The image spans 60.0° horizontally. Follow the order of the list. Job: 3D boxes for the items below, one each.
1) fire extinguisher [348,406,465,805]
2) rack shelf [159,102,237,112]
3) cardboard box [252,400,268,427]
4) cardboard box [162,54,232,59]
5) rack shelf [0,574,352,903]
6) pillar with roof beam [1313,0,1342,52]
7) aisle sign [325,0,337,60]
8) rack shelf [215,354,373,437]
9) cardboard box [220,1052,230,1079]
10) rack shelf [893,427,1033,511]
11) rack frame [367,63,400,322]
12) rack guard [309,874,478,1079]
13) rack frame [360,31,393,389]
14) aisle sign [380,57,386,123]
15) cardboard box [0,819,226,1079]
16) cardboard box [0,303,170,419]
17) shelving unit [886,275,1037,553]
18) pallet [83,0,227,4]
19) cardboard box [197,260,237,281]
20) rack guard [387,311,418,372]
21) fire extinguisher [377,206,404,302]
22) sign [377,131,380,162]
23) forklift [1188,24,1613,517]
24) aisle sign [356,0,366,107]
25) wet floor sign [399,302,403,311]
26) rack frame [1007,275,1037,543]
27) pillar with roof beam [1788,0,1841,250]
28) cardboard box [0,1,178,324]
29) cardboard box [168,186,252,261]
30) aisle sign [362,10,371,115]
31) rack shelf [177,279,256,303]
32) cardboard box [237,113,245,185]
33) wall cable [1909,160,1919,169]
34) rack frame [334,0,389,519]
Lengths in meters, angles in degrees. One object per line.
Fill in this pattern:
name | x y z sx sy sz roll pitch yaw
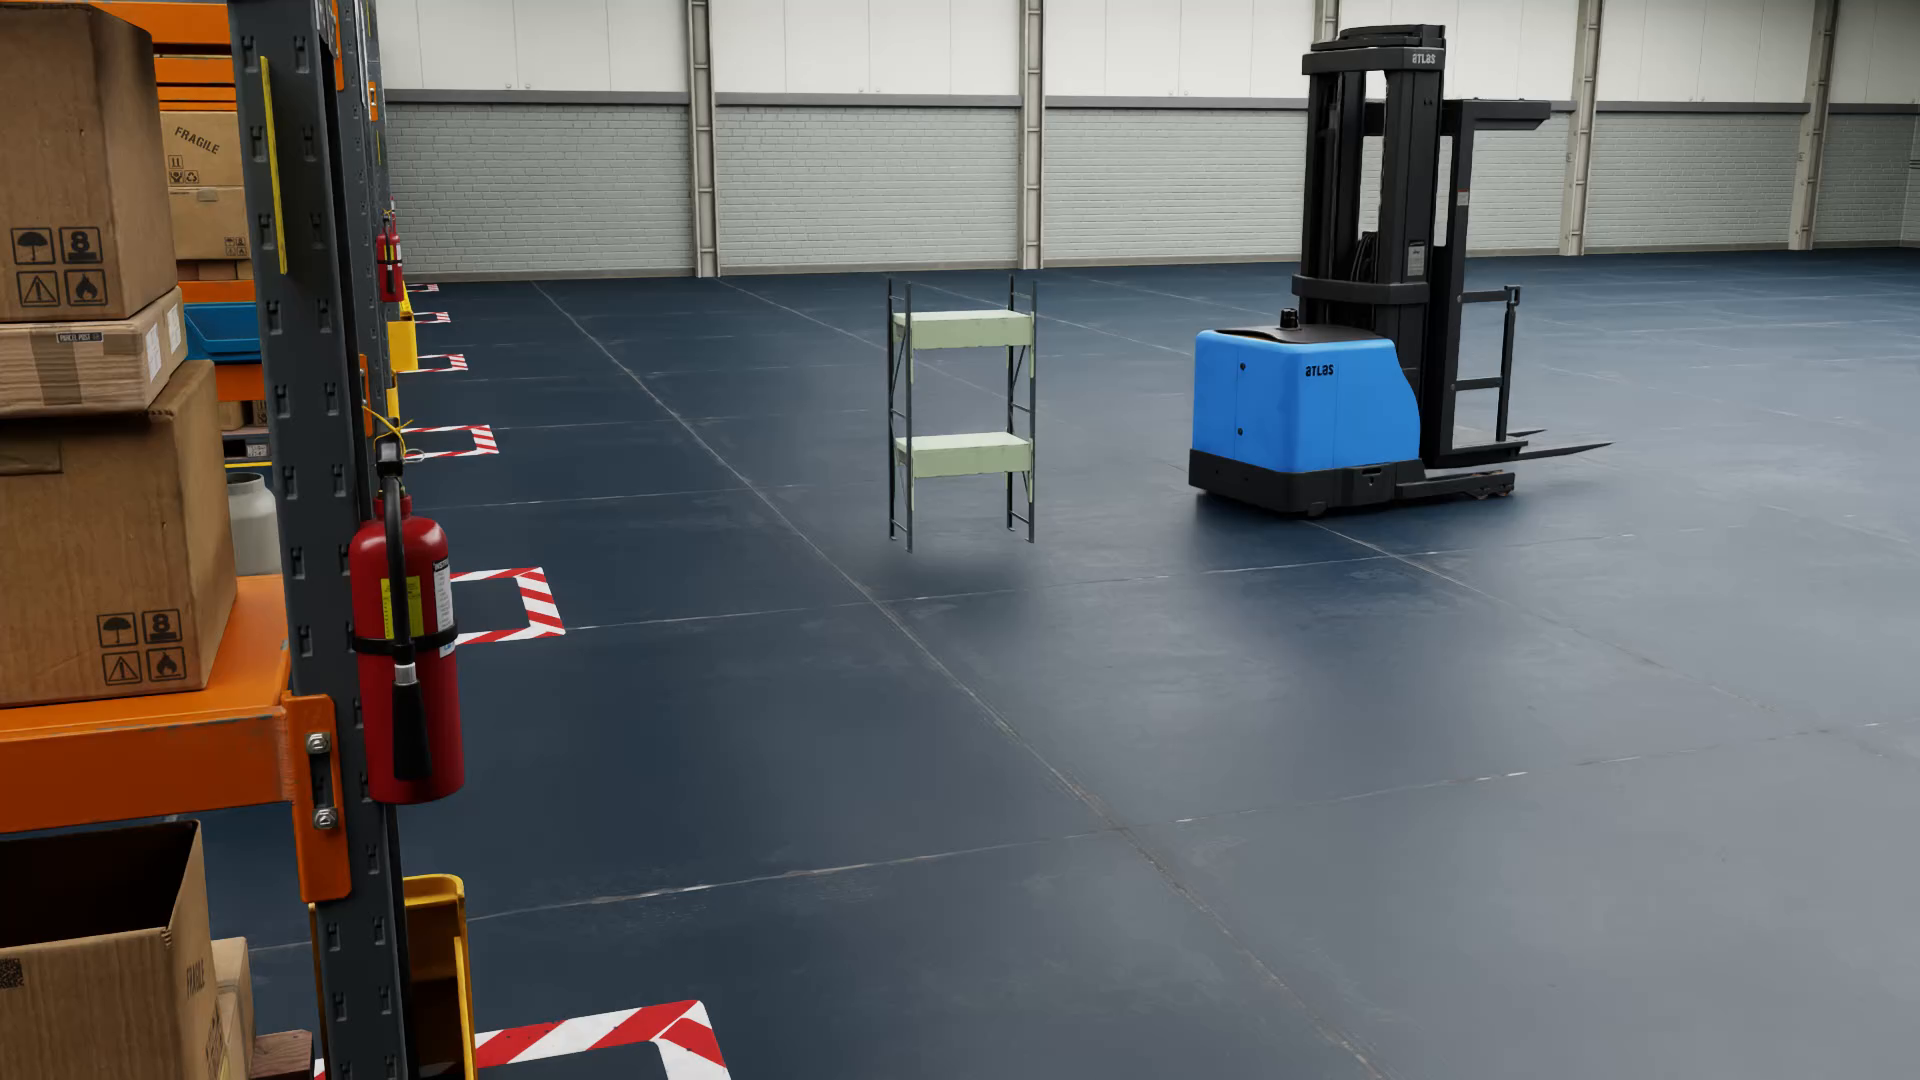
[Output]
fire extinguisher | -0.962 0.111 2.861 0.183 0.674 0.296 -4 14 -18
rack shelf | -9.435 -5.328 20.632 4.000 0.370 1.077 -4 14 -18
cardboard box | -4.976 -1.138 12.441 0.500 0.500 0.500 -2 14 -8
cardboard box | -5.227 -3.450 11.508 0.500 0.250 0.500 -4 14 -18
rack shelf | -3.118 0.478 2.706 4.000 0.370 1.077 -4 14 -18
pillar with roof beam | 8.360 -8.904 27.628 0.400 9.000 9.100 -4 14 -18
aisle sign | -1.258 -1.356 3.246 0.004 0.787 0.394 -4 14 -18
rack shelf | -4.694 -0.609 7.275 4.000 0.370 1.077 -4 14 -18
cardboard box | -1.637 1.218 3.074 0.500 0.250 0.500 -4 14 -18
rack shelf | 0.006 -0.413 9.547 0.720 0.370 0.431 -4 14 -18
rack frame | -5.865 -3.288 16.984 0.127 3.000 1.000 -4 14 -18
rack guard | -1.200 1.195 3.540 0.348 0.500 1.175 -4 14 -18
rack frame | -4.378 -2.193 12.379 0.127 3.000 1.000 -4 14 -18
aisle sign | -5.893 -4.624 16.981 0.004 0.787 0.394 -4 14 -18
cardboard box | -1.636 0.854 2.986 0.500 0.500 0.500 -4 14 -18
cardboard box | -1.524 -0.314 2.863 0.250 0.149 0.380 -5 14 -19
shelving unit | 0.006 -0.730 9.471 0.755 1.500 0.431 -4 14 -18
pallet | -3.614 -2.434 7.320 1.213 0.211 1.003 -4 14 -18
cardboard box | -5.282 -1.941 11.864 0.250 0.149 0.380 -4 14 -18
rack guard | -5.842 -2.074 17.280 0.348 0.500 1.175 -4 14 -18
fire extinguisher | -4.123 -2.062 11.998 0.183 0.674 0.296 -4 14 -18
sign | -5.705 -3.846 16.318 0.005 0.325 0.100 -4 14 -18
forklift | 3.037 -1.787 10.820 3.031 2.935 1.130 -7 15 -27
aisle sign | -2.824 -2.441 7.804 0.004 0.787 0.394 -4 14 -18
wet floor sign | -6.469 -2.579 19.091 0.232 0.644 0.267 -7 15 -28
rack frame | 0.353 -0.757 9.585 0.023 1.500 0.400 -4 14 -18
pillar with roof beam | 19.733 -9.789 31.352 0.400 9.000 9.100 -4 14 -18
cardboard box | -1.719 -0.664 2.932 0.500 0.500 0.700 -4 14 -18
cardboard box | -5.344 -2.288 11.922 0.500 0.500 0.875 -4 14 -18
aisle sign | -4.415 -3.528 12.374 0.004 0.787 0.394 -4 14 -18
rack shelf | -6.274 -1.695 11.842 4.000 0.370 1.077 -4 14 -18
cardboard box | -4.821 -2.778 11.819 0.500 0.500 0.500 -4 14 -18
wall cable | 21.574 -9.150 35.375 0.112 2.526 3.097 -4 14 -18
rack frame | -2.799 -1.106 7.812 0.127 3.000 1.000 -4 14 -18
